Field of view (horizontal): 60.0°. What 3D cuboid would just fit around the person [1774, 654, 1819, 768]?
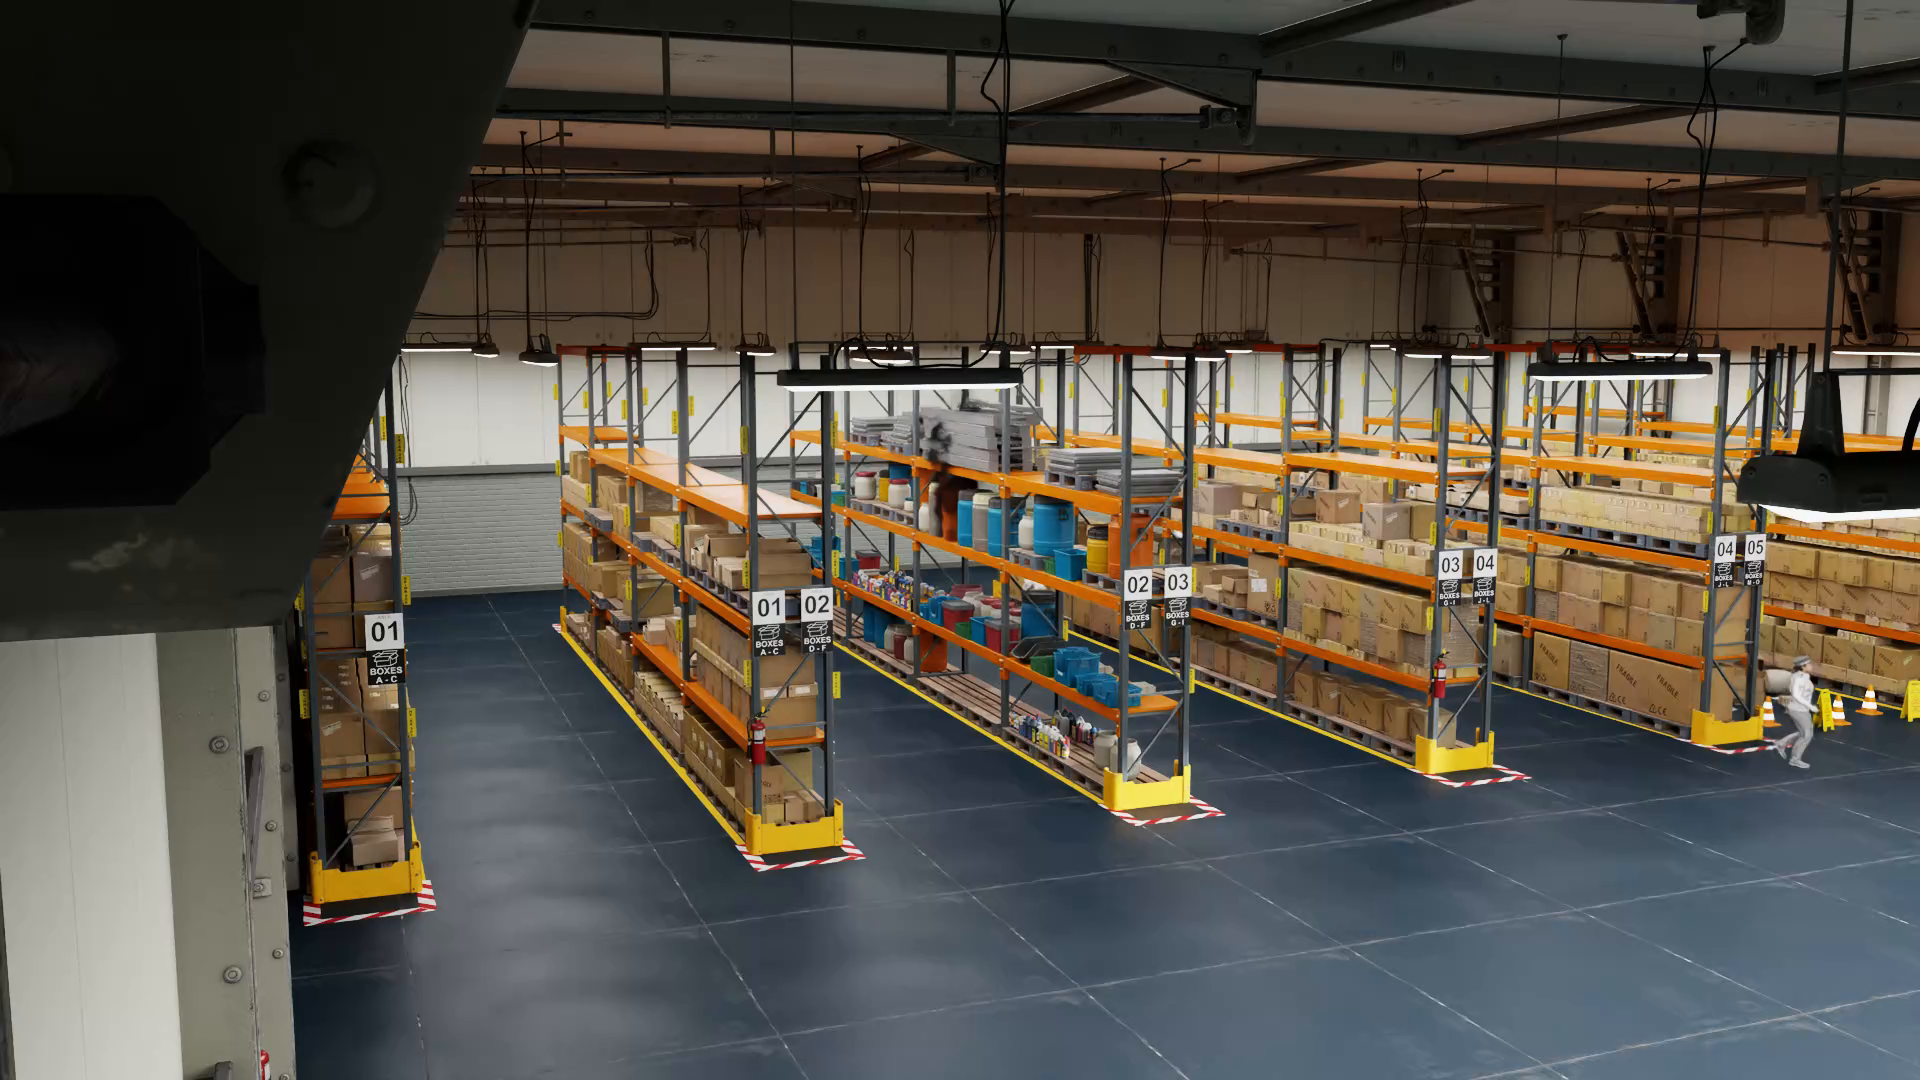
[{"bbox_3d":[12.111,2.467,24.058,0.555,1.666,0.626,4,8,28],"label":"person"}]

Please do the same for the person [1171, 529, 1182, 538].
[{"bbox_3d":[5.191,0.306,41.069,0.680,1.643,0.560,5,9,34],"label":"person"}]

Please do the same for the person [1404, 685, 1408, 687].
[{"bbox_3d":[7.925,1.736,29.604,0.690,1.693,0.703,-4,8,-27],"label":"person"}]

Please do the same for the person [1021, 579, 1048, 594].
[{"bbox_3d":[1.486,1.232,31.441,0.574,1.647,0.504,-5,9,-34],"label":"person"}]
